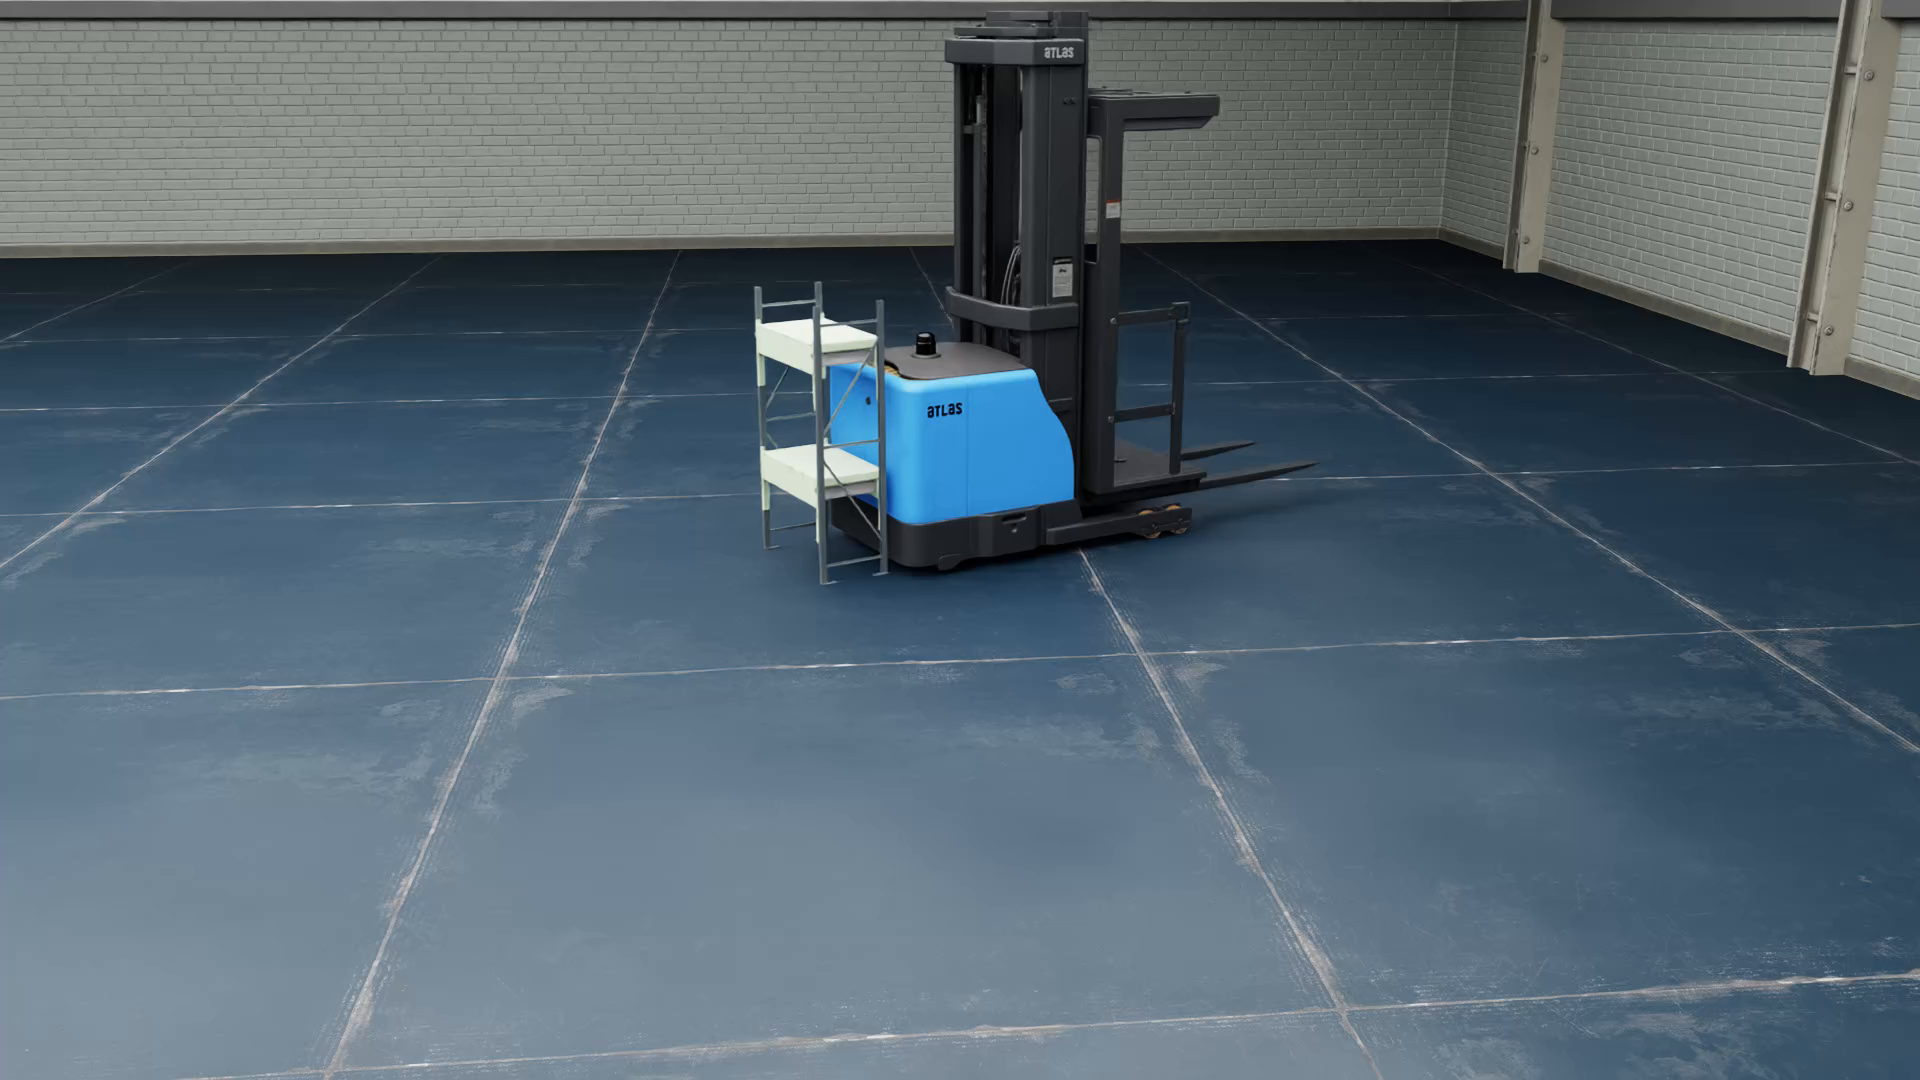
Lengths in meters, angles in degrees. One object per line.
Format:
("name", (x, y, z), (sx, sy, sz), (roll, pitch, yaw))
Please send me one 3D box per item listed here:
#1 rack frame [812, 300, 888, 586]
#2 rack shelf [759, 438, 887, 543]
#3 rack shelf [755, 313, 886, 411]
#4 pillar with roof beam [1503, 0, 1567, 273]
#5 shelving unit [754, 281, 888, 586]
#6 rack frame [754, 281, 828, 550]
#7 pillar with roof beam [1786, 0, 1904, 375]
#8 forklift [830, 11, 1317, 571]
("rack frame", (-0.573, -0.501, 8.770), (0.400, 1.500, 0.023), (-10, 20, -29))
("rack shelf", (-0.759, -0.285, 9.169), (0.431, 0.370, 0.720), (-10, 20, -29))
("rack shelf", (-0.759, -0.968, 8.954), (0.431, 0.370, 0.720), (-10, 20, -29))
("pillar with roof beam", (2.483, -7.412, 18.264), (9.100, 9.000, 0.400), (-2, 18, -6))
("shelving unit", (-0.759, -0.596, 9.071), (0.431, 1.500, 0.755), (-10, 20, -29))
("rack frame", (-0.945, -0.690, 9.372), (0.400, 1.500, 0.023), (-10, 20, -29))
("pillar with roof beam", (3.101, -5.625, 12.570), (9.100, 9.000, 0.400), (-2, 18, -6))
("forklift", (0.778, -1.532, 9.665), (3.031, 2.935, 1.130), (-10, 20, -28))
